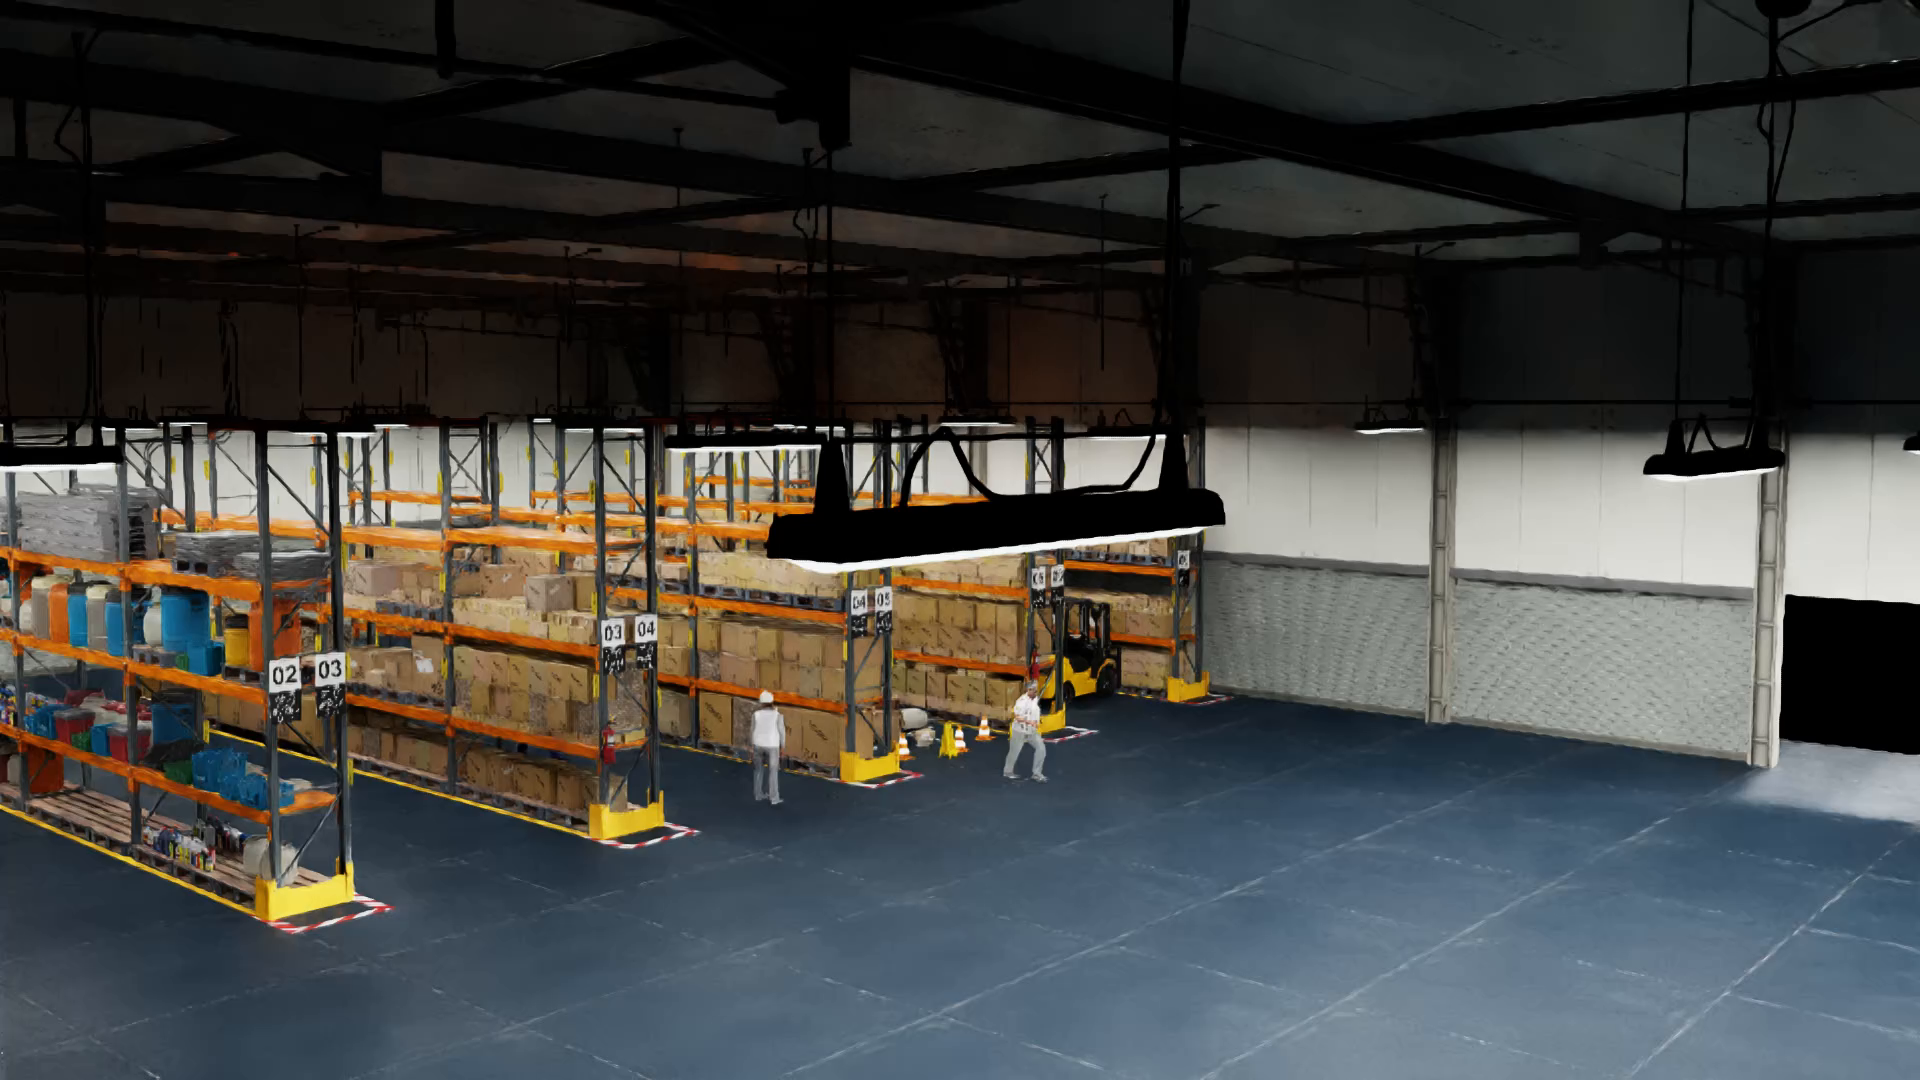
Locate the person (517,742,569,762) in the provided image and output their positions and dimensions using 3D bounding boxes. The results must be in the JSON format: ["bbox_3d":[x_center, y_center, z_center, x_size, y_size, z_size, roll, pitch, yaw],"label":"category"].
[{"bbox_3d":[-7.334,3.130,28.955,0.818,1.581,0.656,2,5,24],"label":"person"}]

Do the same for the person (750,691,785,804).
[{"bbox_3d":[-3.021,3.252,26.231,0.584,1.776,0.450,1,5,11],"label":"person"}]

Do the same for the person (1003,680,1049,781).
[{"bbox_3d":[1.121,3.170,27.832,0.686,1.709,0.867,-5,7,-44],"label":"person"}]
